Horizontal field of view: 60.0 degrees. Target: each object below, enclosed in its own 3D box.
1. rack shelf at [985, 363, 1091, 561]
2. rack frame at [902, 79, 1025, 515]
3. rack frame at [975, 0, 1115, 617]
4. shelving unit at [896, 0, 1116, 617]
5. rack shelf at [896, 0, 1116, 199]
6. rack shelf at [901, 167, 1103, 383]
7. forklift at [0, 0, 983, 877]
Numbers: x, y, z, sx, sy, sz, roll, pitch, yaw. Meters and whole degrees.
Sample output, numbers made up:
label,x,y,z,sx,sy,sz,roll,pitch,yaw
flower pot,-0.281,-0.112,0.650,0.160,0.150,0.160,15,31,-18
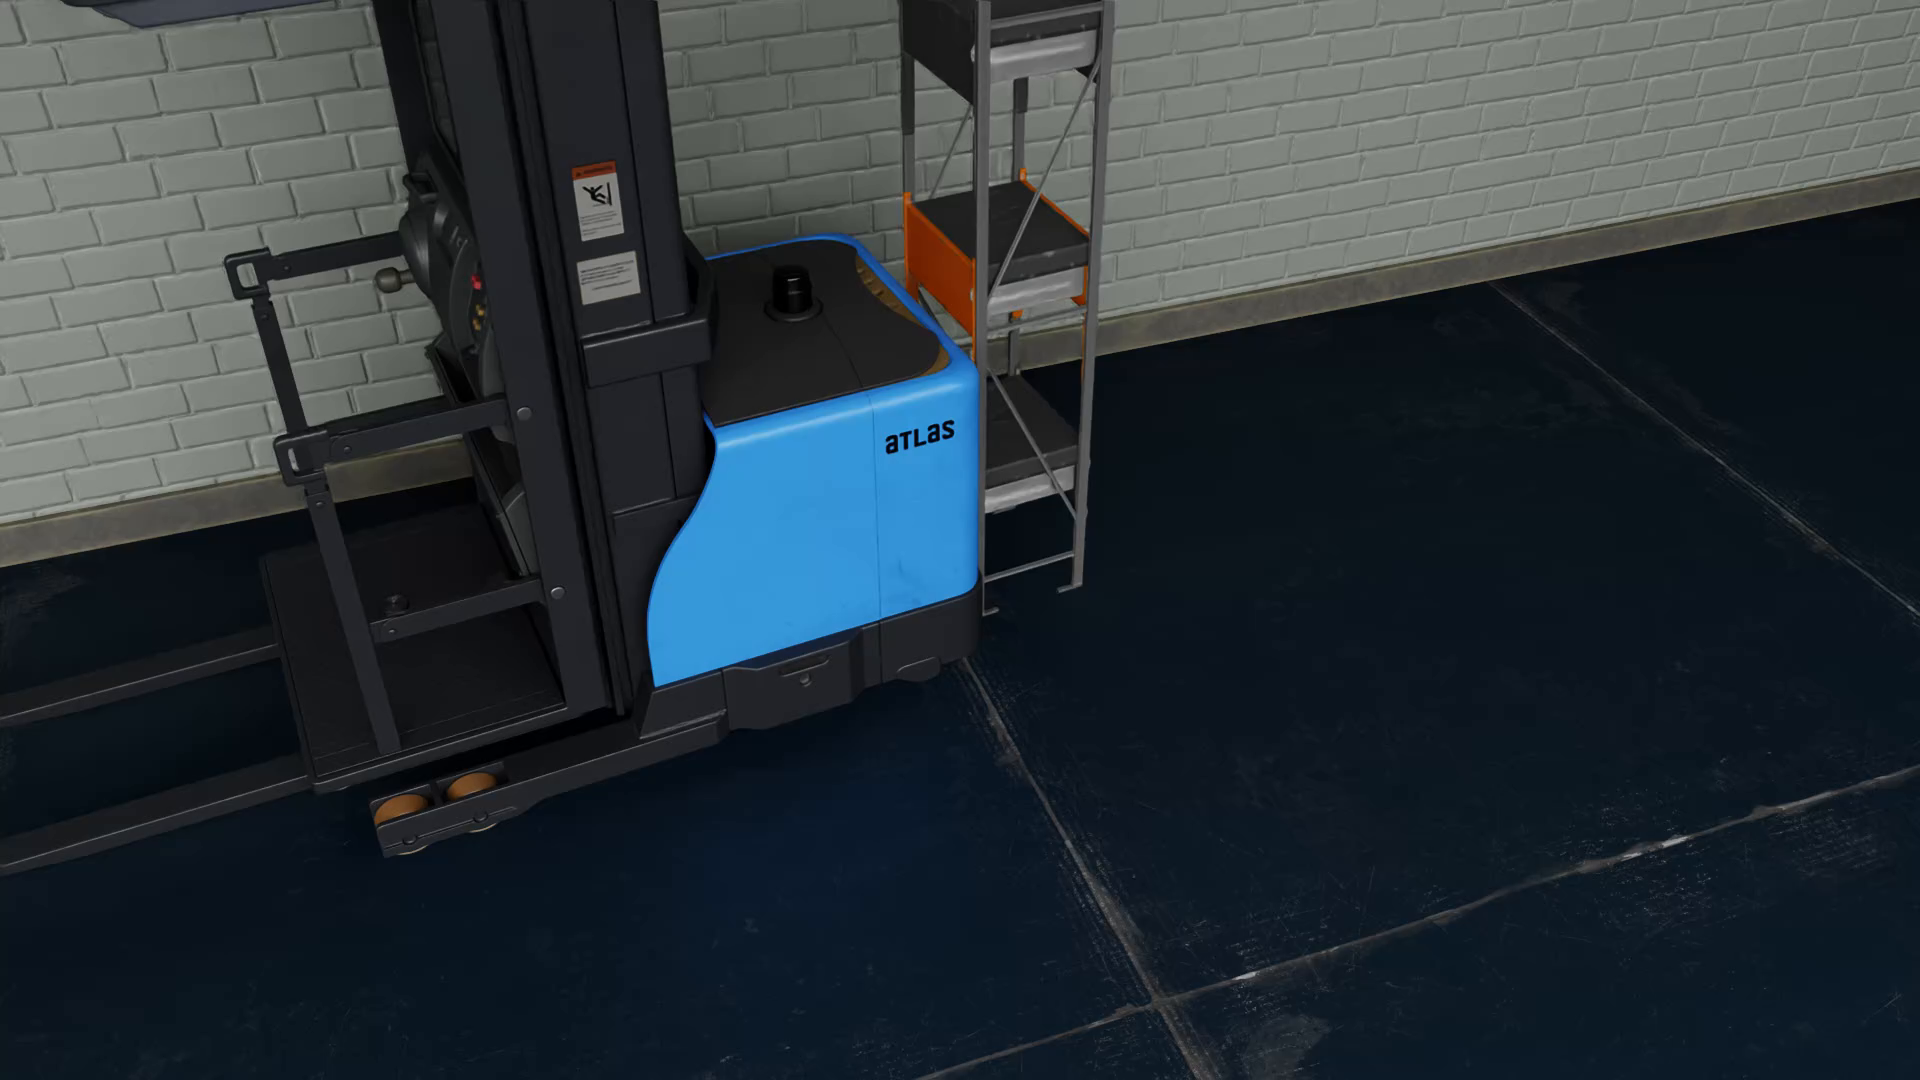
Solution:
label,x,y,z,sx,sy,sz,roll,pitch,yaw
rack shelf,0.119,-0.199,5.456,0.431,0.518,0.480,-16,40,-20
rack frame,0.013,-0.902,5.202,0.400,2.100,0.015,-16,40,-20
rack frame,0.225,-0.637,4.851,0.400,2.100,0.015,-16,40,-20
shelving unit,0.119,-0.769,5.026,0.431,2.100,0.503,-16,40,-20
rack shelf,0.119,-1.318,4.613,0.431,0.518,0.480,-16,40,-20
rack shelf,0.119,-0.759,5.035,0.431,0.518,0.480,-16,40,-20
forklift,-1.488,-0.666,4.198,3.031,2.935,1.130,-16,40,-20
